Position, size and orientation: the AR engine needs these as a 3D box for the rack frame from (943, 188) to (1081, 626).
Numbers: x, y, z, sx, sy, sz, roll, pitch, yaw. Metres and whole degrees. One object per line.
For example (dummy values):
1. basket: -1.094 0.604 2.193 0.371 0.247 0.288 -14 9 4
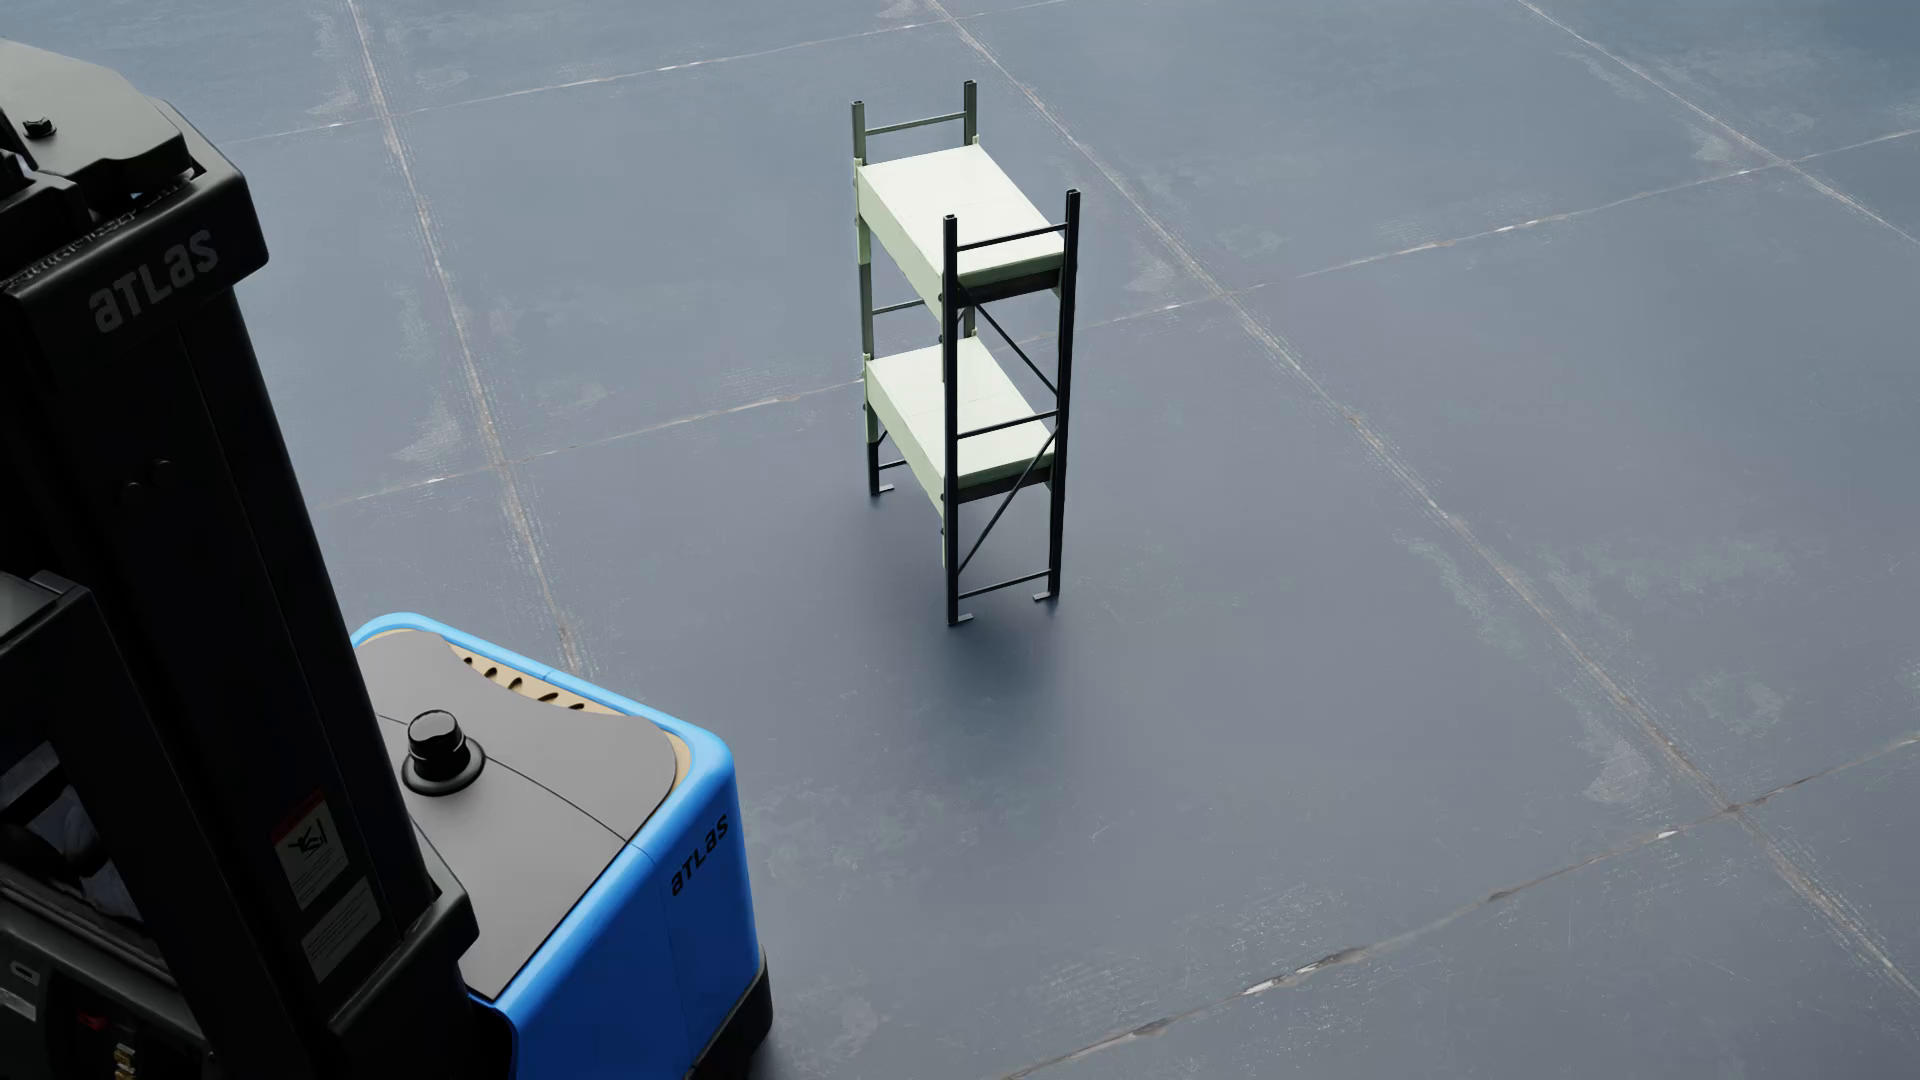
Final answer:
1. rack frame: 0.143 -0.344 5.000 0.400 1.500 0.023 -15 43 -17

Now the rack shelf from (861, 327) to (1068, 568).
1. rack shelf: 0.003 -0.317 5.469 0.431 0.370 0.720 -15 43 -17

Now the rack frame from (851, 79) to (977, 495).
1. rack frame: -0.137 -0.785 5.513 0.400 1.500 0.023 -15 43 -17

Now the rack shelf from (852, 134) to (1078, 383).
1. rack shelf: 0.003 -0.861 5.002 0.431 0.370 0.720 -15 43 -17

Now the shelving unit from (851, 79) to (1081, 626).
1. shelving unit: 0.003 -0.565 5.256 0.431 1.500 0.755 -15 43 -17

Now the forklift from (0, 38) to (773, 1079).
1. forklift: -1.599 0.849 2.514 1.130 2.935 3.031 19 44 20
